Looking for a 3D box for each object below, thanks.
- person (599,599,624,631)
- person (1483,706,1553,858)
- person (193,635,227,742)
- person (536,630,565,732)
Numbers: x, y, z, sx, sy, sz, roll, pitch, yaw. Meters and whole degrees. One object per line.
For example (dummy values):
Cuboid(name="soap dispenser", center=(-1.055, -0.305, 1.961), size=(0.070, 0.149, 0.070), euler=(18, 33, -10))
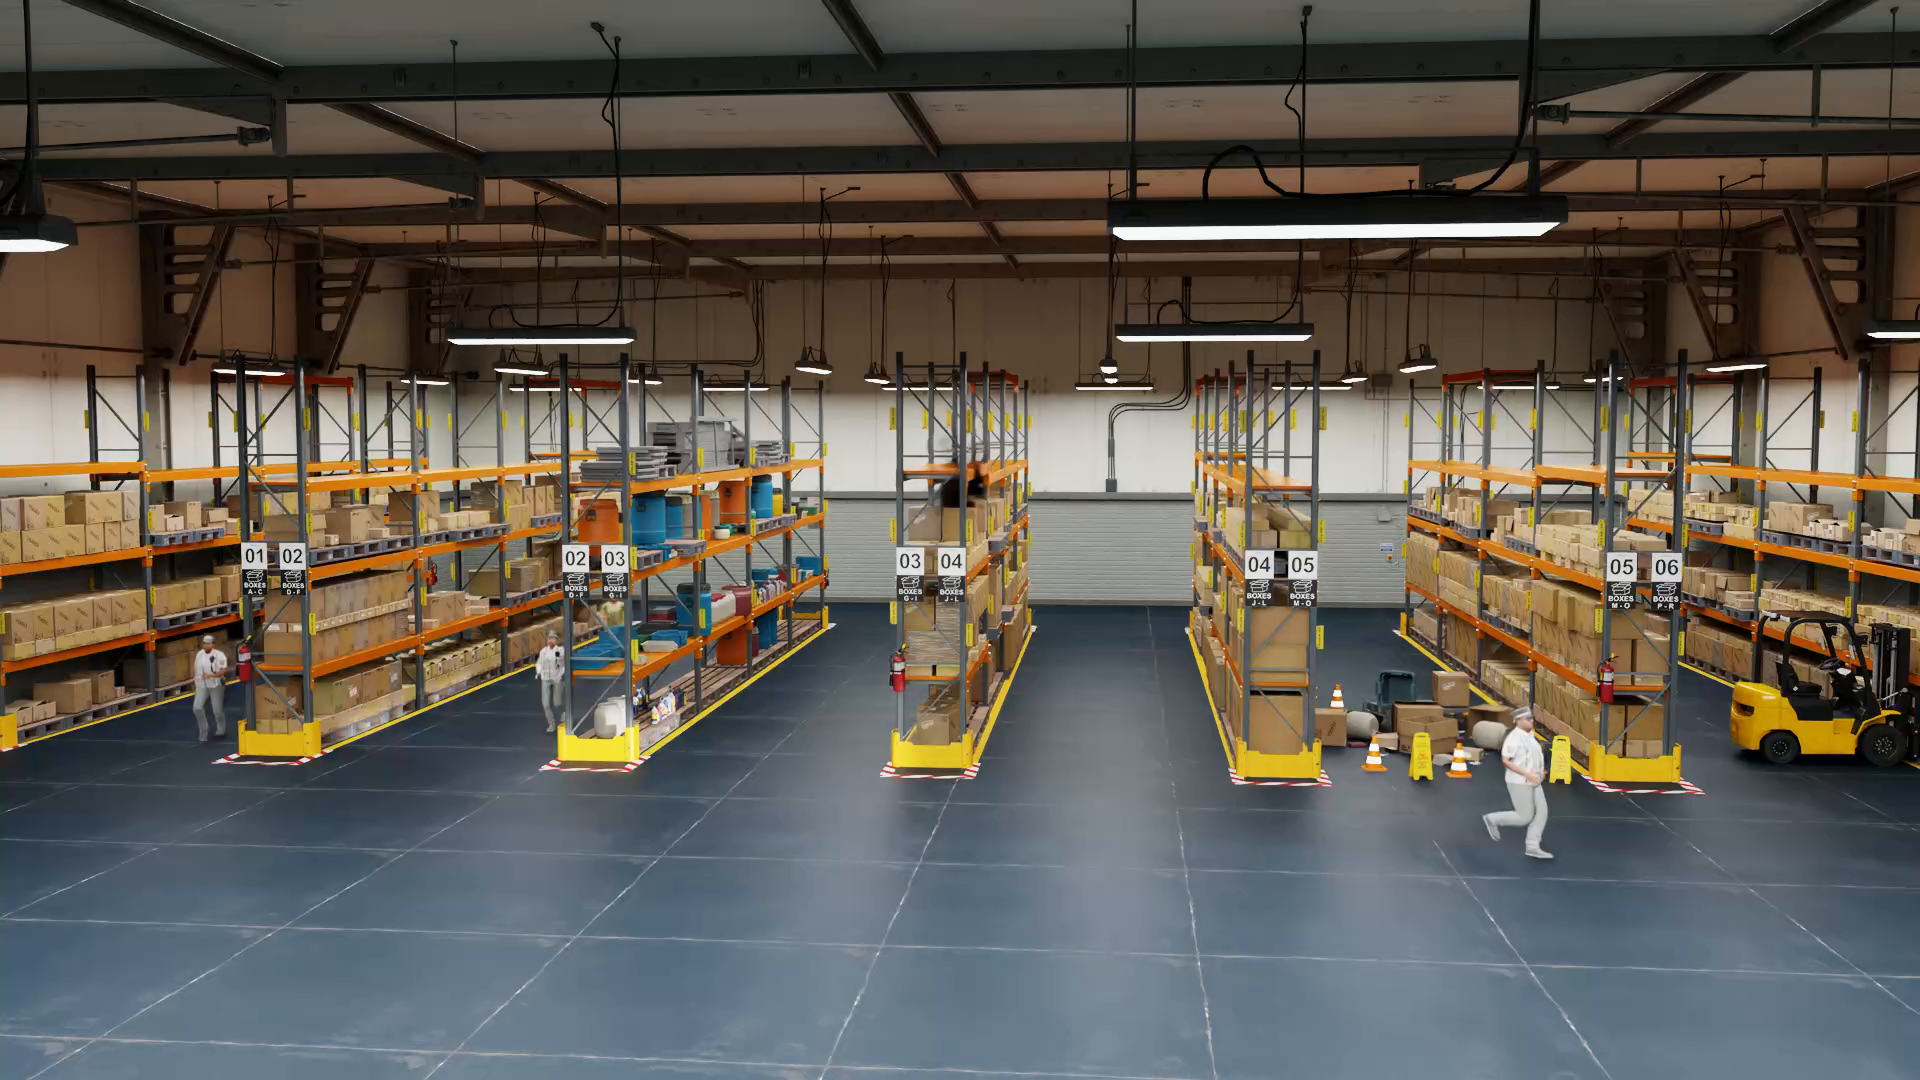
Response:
Cuboid(name="person", center=(-6.853, 1.810, 32.918), size=(0.575, 1.700, 0.807), euler=(0, 4, -5))
Cuboid(name="person", center=(6.483, 2.767, 19.184), size=(0.798, 1.746, 0.663), euler=(4, 6, 43))
Cuboid(name="person", center=(-11.776, 2.334, 26.115), size=(0.566, 1.705, 0.771), euler=(0, 4, -4))
Cuboid(name="person", center=(-6.589, 2.263, 26.938), size=(0.614, 1.647, 0.580), euler=(0, 4, 6))
